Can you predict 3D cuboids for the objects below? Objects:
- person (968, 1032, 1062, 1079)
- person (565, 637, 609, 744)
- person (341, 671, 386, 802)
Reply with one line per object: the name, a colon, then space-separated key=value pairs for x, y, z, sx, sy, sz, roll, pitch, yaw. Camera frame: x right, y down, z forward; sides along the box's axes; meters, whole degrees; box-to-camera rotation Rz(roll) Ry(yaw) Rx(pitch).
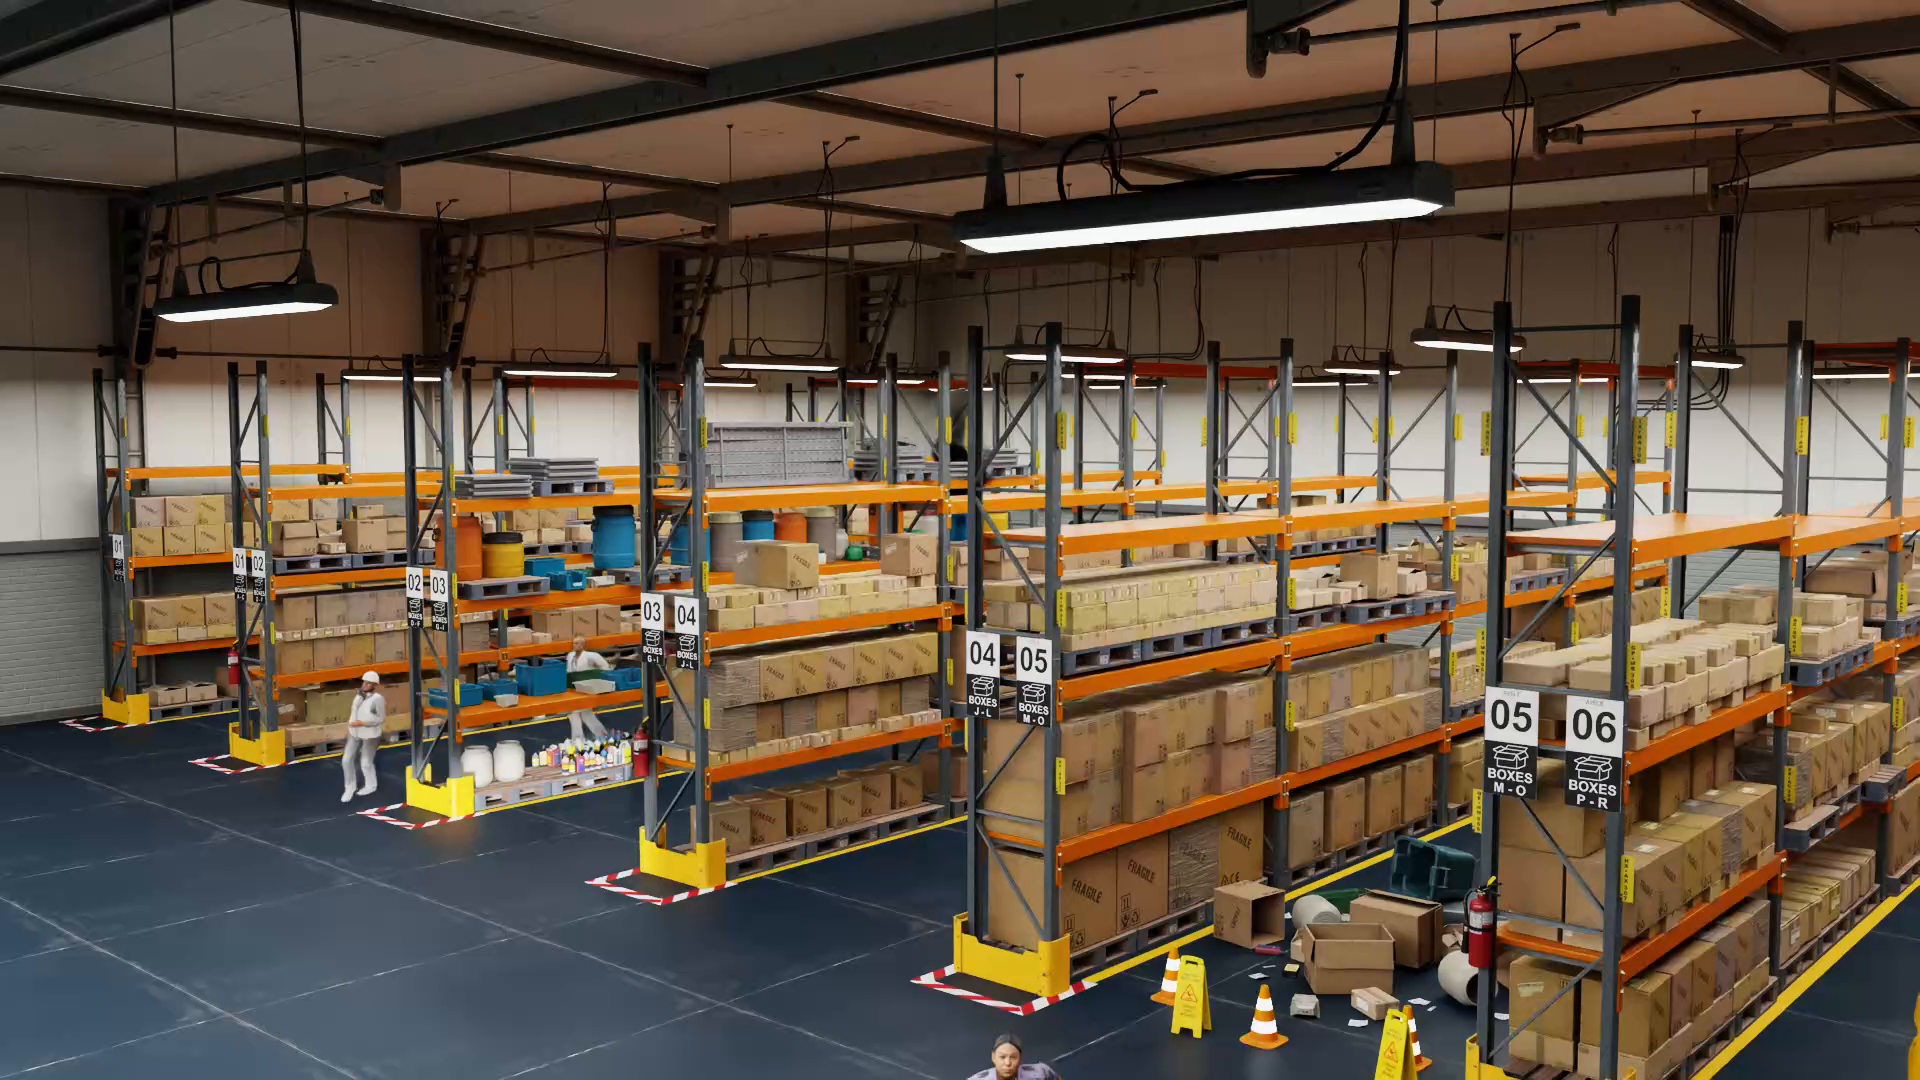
person: x=0.293 y=3.690 z=9.668 sx=0.626 sy=1.598 sz=0.829 roll=0 pitch=4 yaw=3
person: x=-5.822 y=2.400 z=25.787 sx=0.673 sy=1.836 sz=0.896 roll=3 pitch=5 yaw=39
person: x=-8.011 y=2.653 z=22.458 sx=0.645 sy=1.794 sz=0.672 roll=1 pitch=4 yaw=16
